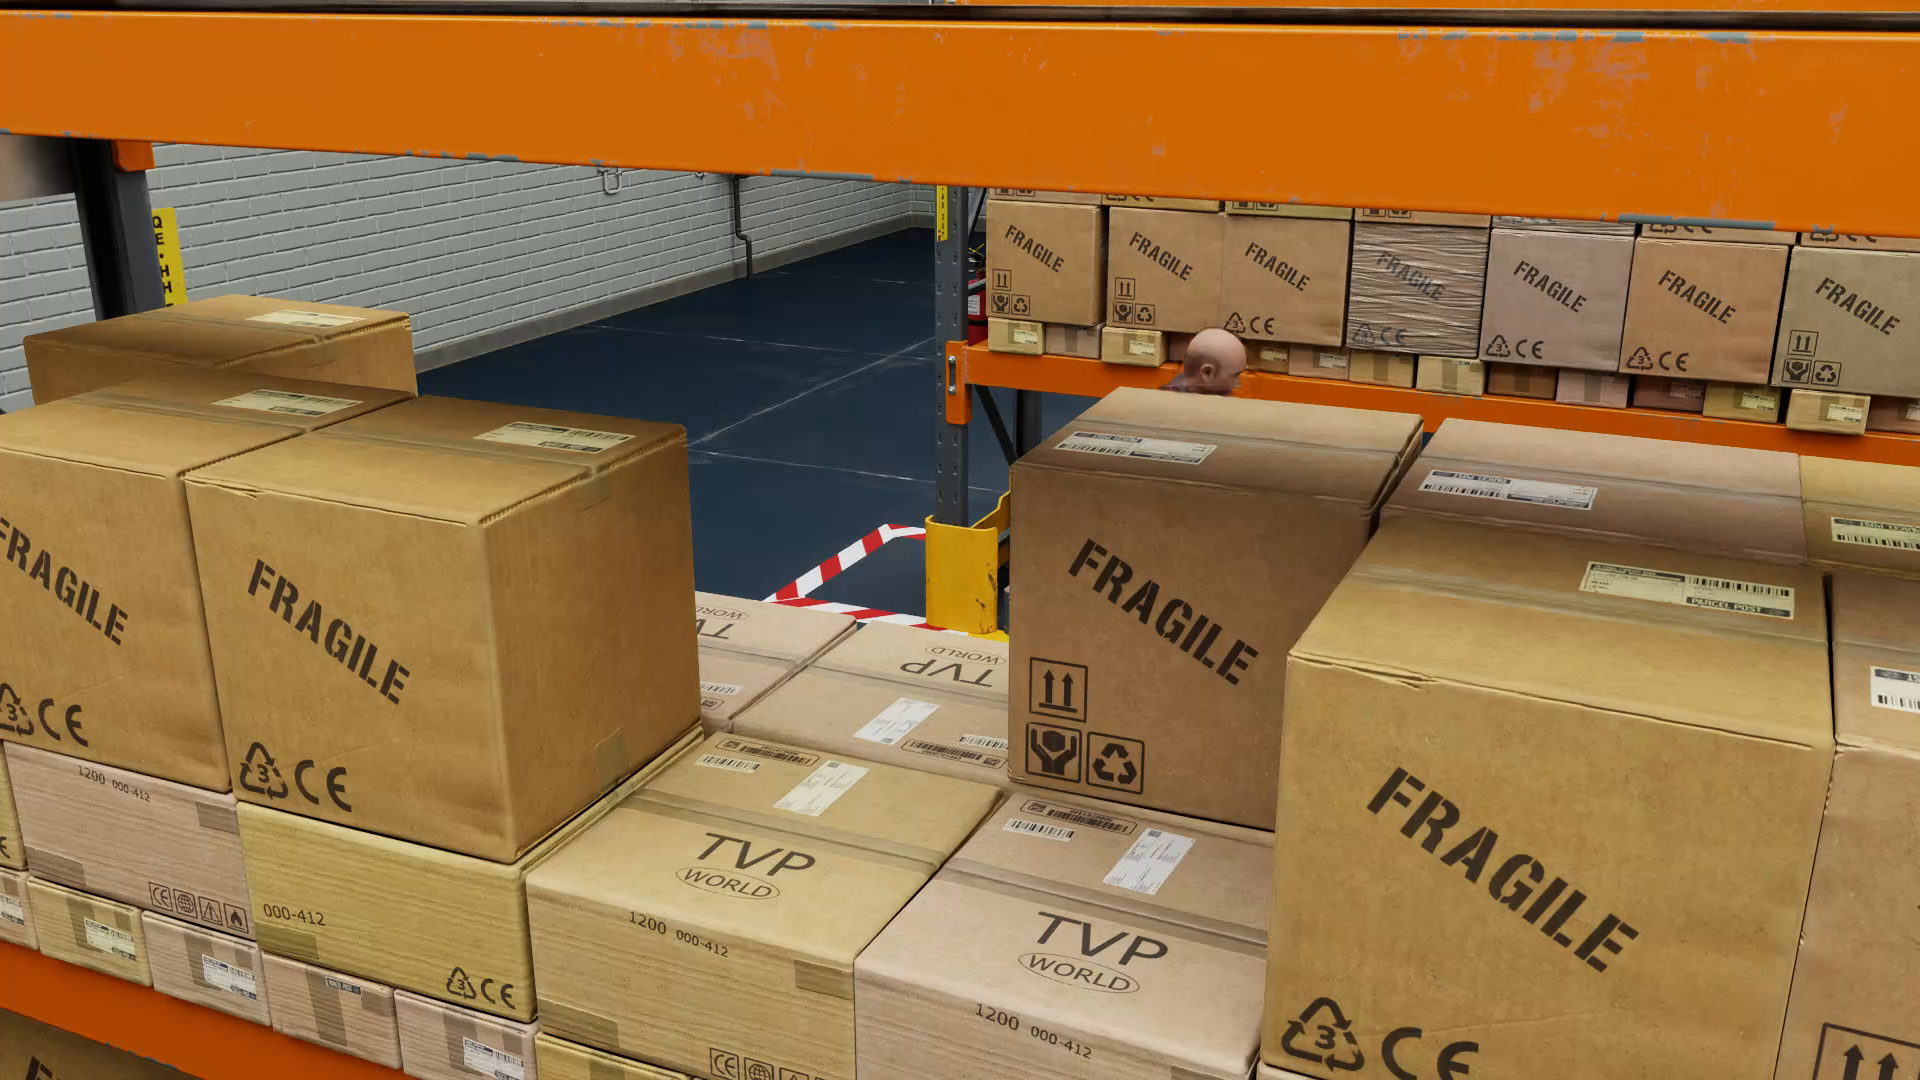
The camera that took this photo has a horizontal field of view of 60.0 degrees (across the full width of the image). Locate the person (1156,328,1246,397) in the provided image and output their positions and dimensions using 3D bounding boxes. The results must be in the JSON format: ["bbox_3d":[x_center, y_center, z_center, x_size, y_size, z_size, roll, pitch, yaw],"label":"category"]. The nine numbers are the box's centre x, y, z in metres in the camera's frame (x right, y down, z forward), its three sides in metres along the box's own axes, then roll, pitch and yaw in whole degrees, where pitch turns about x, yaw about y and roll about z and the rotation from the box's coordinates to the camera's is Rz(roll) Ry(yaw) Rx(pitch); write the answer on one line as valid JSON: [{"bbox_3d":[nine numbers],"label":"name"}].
[{"bbox_3d":[0.712,0.059,6.060,0.638,1.689,0.536,6,20,17],"label":"person"}]
